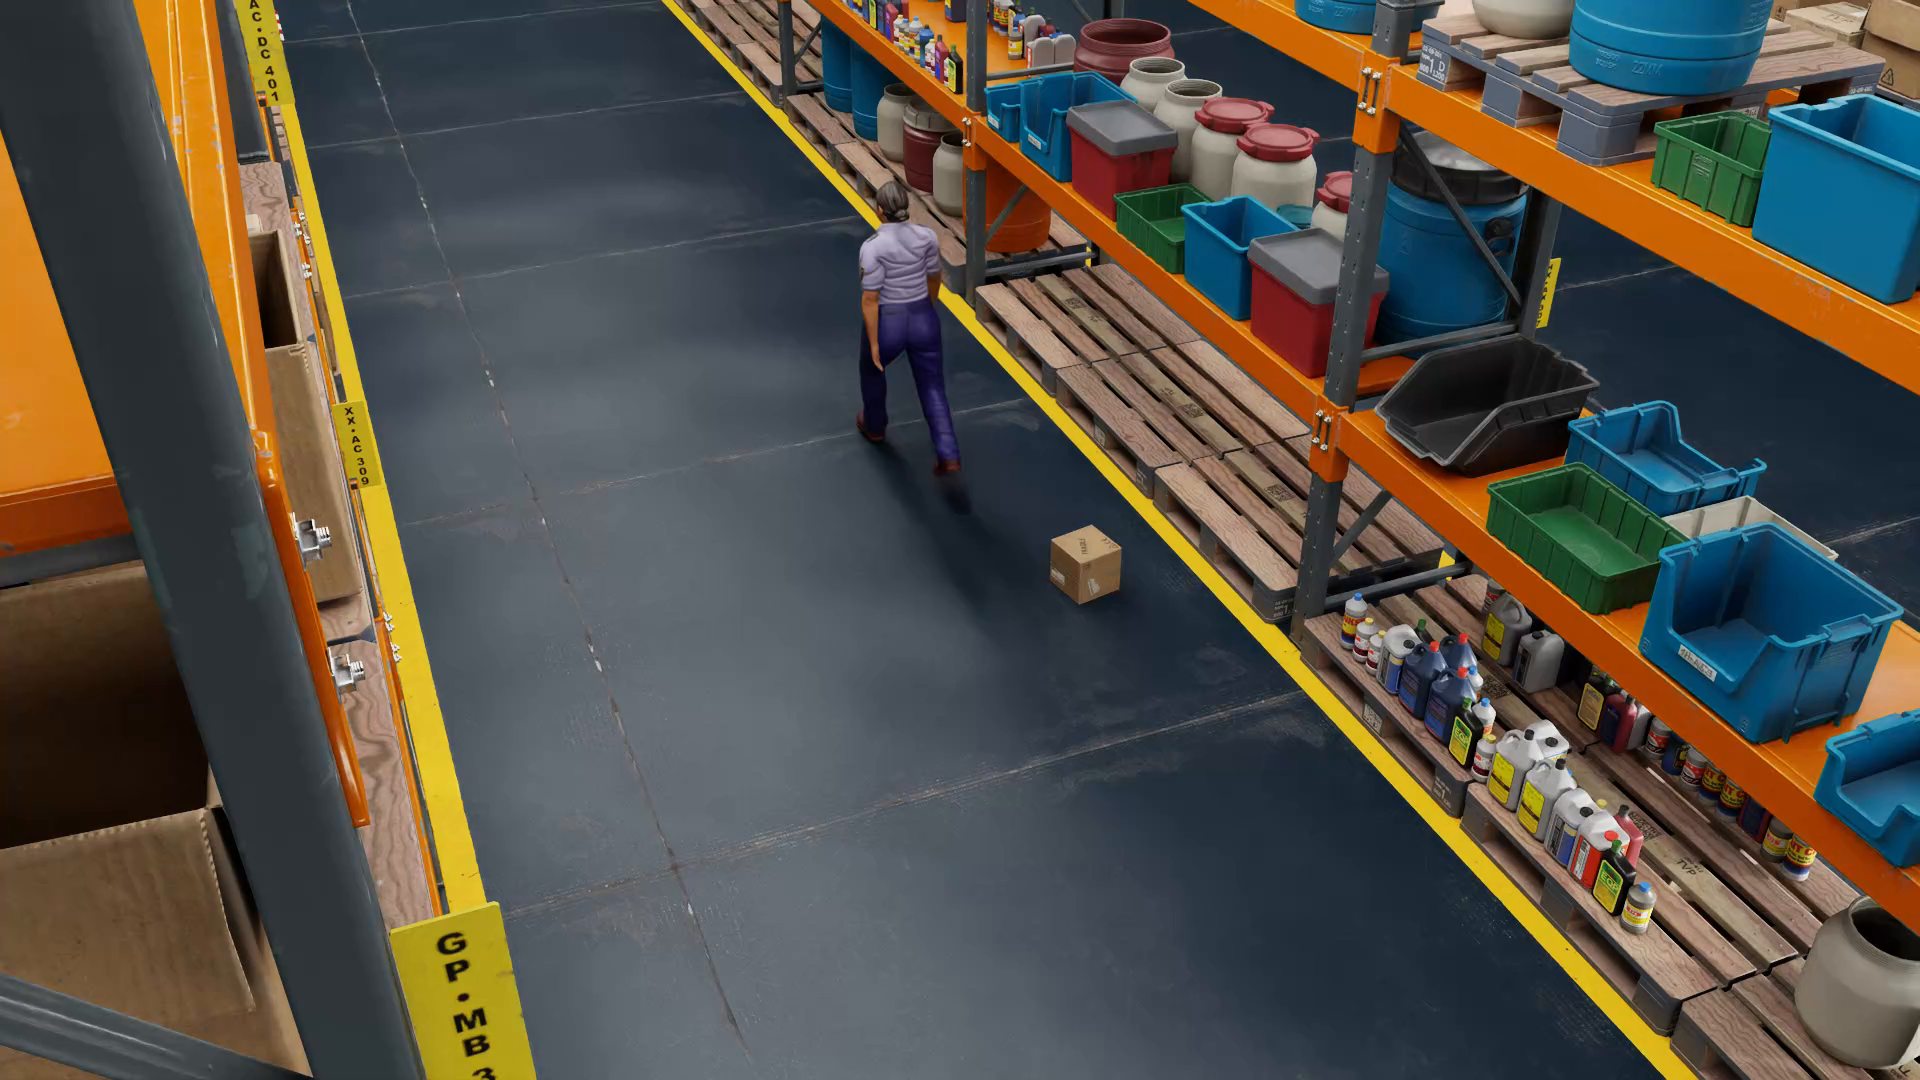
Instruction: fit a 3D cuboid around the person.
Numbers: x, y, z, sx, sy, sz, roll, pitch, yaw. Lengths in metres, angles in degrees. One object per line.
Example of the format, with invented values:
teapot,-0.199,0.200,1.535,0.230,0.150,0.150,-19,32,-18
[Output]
person,-0.299,-1.125,8.842,0.483,1.589,1.012,-11,35,-17
